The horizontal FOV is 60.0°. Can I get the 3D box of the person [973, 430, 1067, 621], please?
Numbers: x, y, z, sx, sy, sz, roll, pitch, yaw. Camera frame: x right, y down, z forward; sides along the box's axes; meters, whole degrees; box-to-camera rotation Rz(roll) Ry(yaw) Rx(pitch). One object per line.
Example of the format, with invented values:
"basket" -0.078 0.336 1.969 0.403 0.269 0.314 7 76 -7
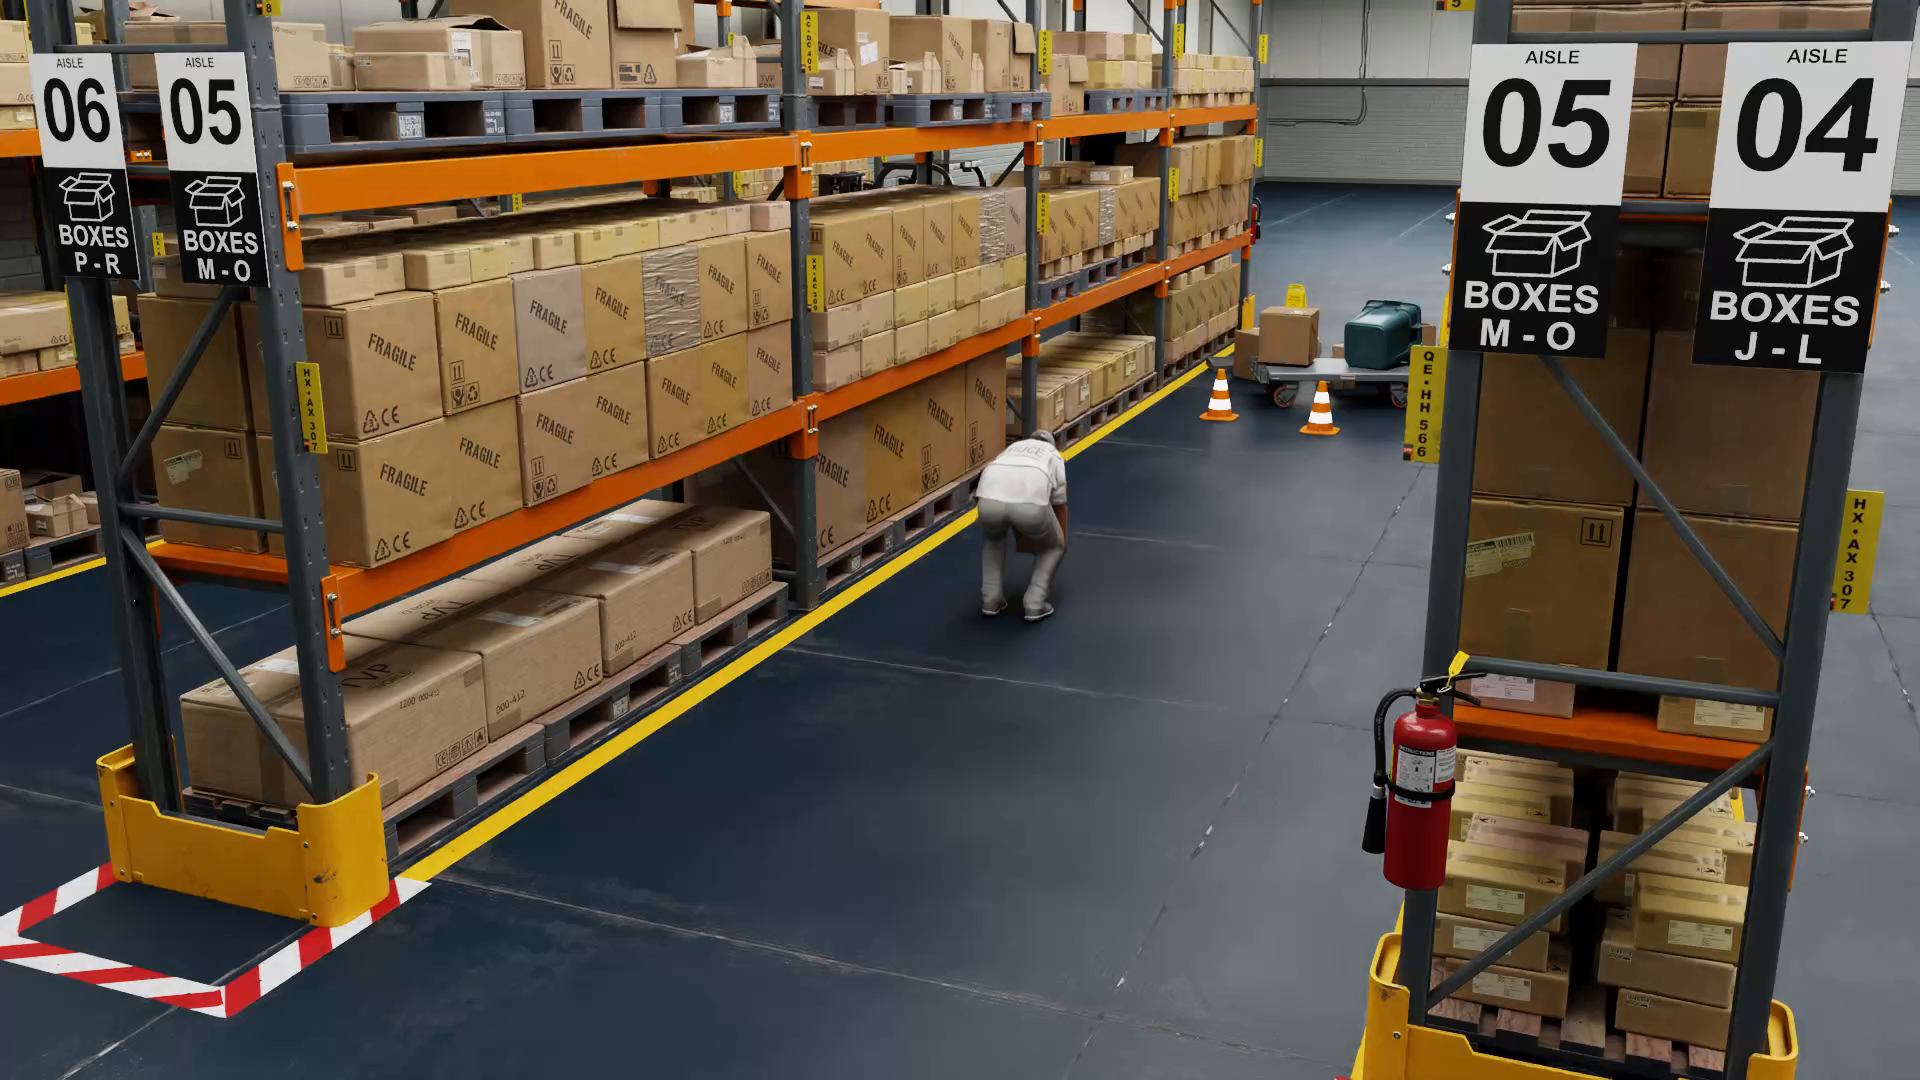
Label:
"person" 0.395 -0.091 10.040 0.512 1.031 0.938 5 16 18
